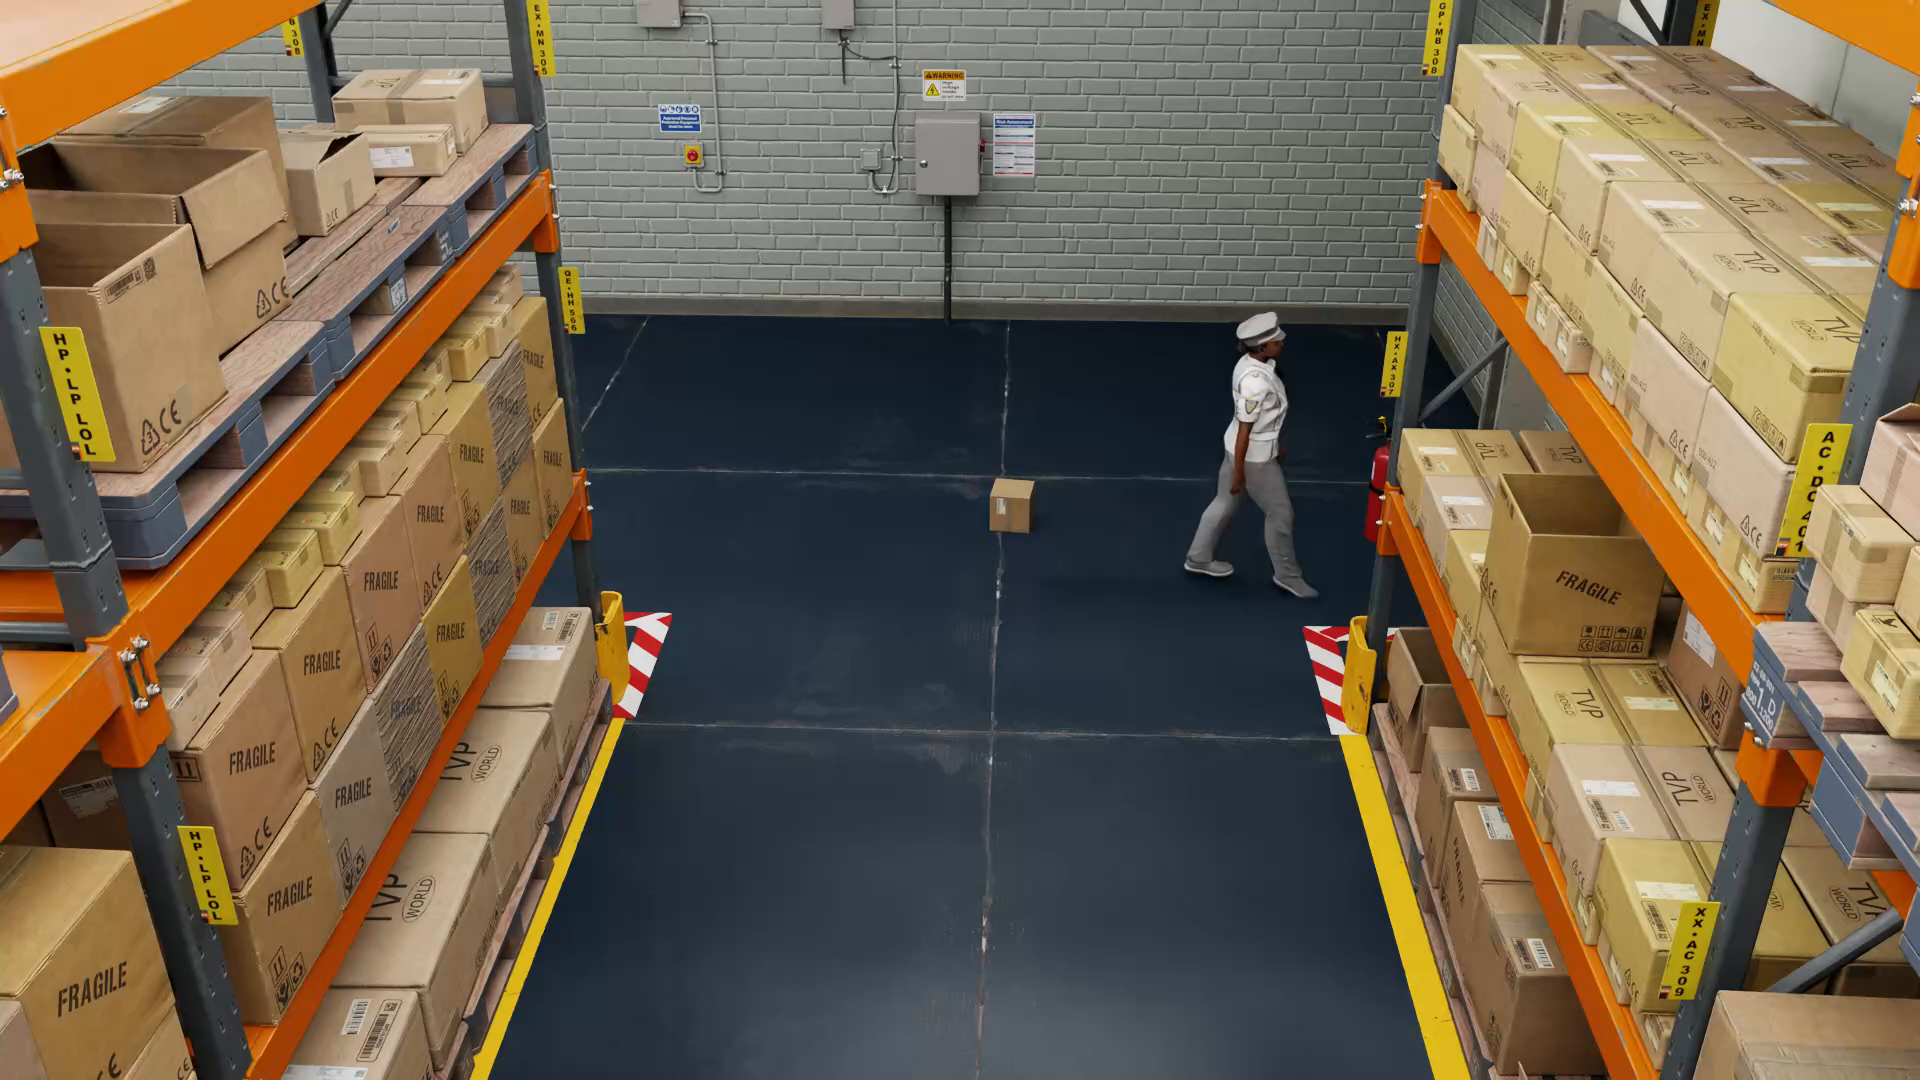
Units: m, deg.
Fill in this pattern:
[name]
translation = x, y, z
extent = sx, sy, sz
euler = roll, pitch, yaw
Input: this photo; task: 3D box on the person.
[person]
translation = 1.729, -0.483, 9.523
extent = 0.787, 1.722, 0.470
euler = 2, 28, 3
